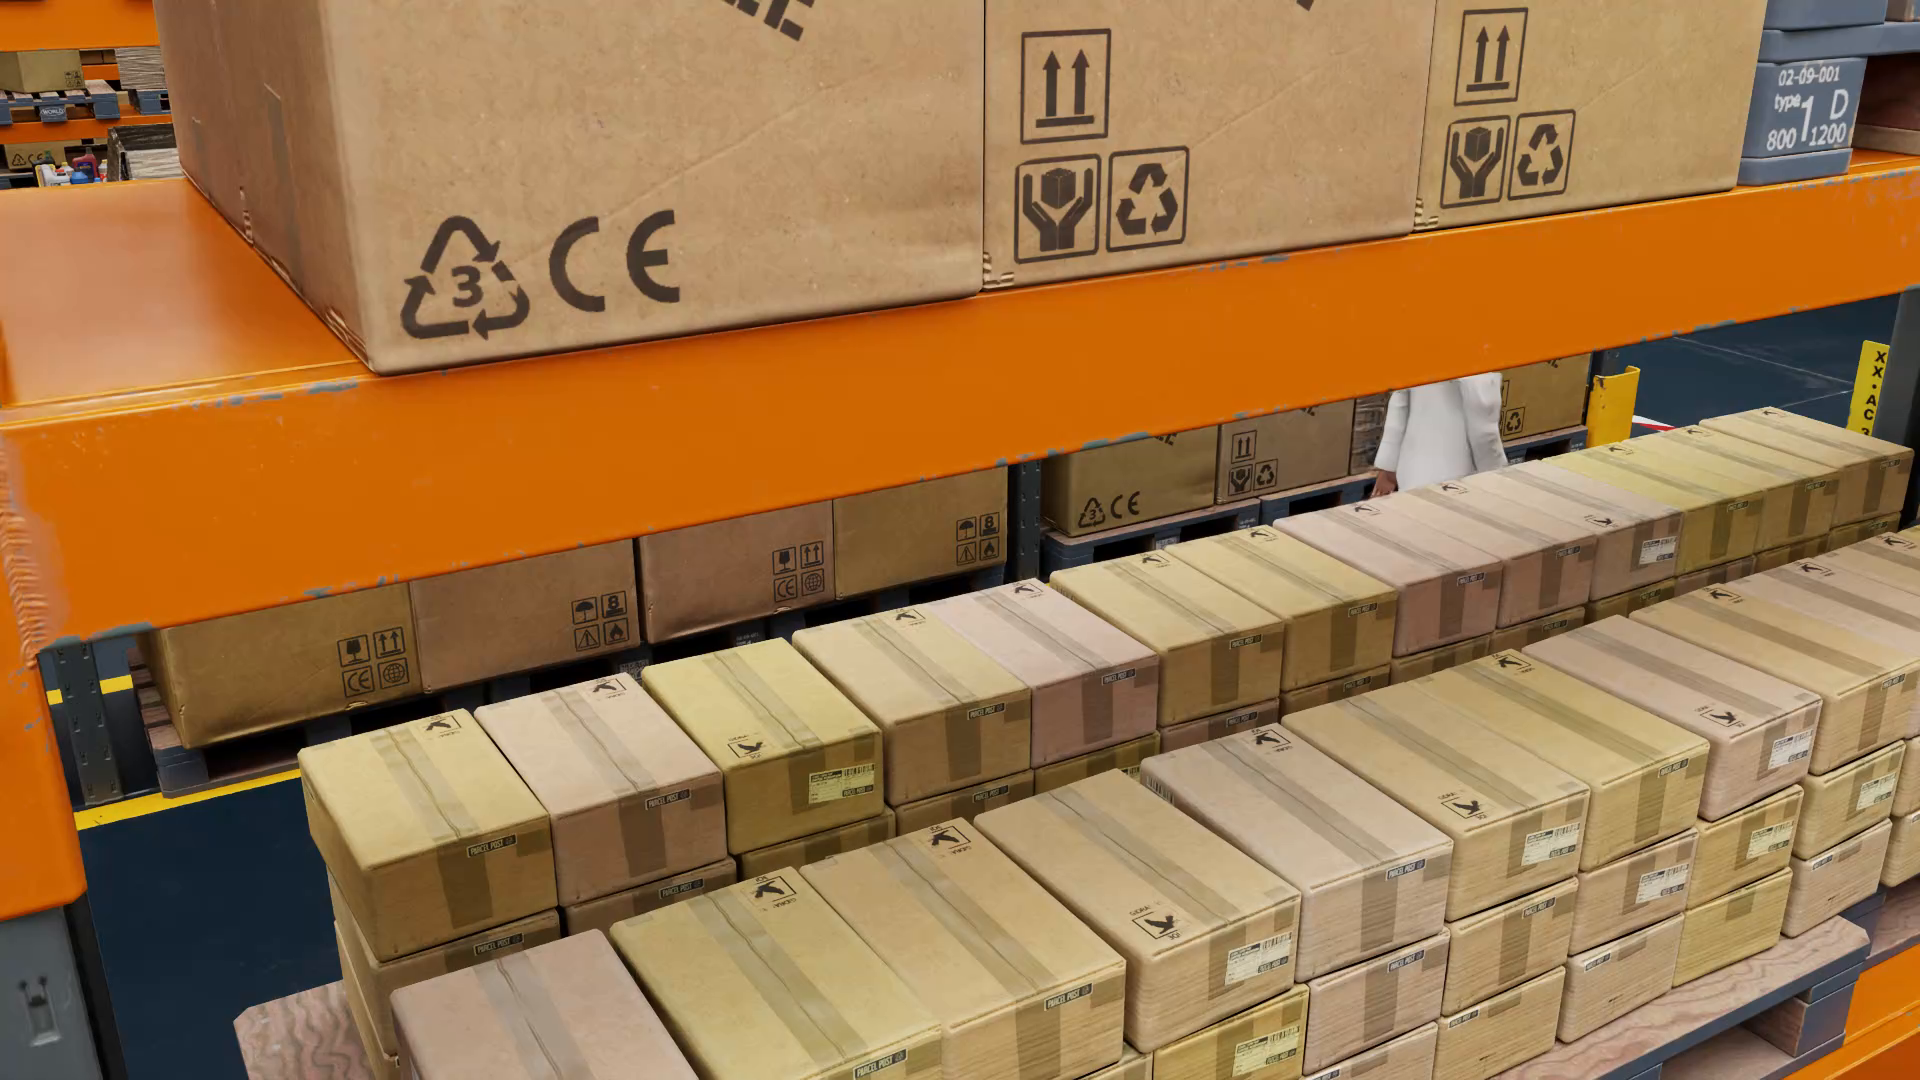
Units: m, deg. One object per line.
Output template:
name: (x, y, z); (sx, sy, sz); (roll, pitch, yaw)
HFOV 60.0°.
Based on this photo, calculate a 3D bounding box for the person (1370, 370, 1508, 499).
person: (1.901, -0.235, 6.696); (1.127, 1.729, 0.579); (-3, 22, -8)
